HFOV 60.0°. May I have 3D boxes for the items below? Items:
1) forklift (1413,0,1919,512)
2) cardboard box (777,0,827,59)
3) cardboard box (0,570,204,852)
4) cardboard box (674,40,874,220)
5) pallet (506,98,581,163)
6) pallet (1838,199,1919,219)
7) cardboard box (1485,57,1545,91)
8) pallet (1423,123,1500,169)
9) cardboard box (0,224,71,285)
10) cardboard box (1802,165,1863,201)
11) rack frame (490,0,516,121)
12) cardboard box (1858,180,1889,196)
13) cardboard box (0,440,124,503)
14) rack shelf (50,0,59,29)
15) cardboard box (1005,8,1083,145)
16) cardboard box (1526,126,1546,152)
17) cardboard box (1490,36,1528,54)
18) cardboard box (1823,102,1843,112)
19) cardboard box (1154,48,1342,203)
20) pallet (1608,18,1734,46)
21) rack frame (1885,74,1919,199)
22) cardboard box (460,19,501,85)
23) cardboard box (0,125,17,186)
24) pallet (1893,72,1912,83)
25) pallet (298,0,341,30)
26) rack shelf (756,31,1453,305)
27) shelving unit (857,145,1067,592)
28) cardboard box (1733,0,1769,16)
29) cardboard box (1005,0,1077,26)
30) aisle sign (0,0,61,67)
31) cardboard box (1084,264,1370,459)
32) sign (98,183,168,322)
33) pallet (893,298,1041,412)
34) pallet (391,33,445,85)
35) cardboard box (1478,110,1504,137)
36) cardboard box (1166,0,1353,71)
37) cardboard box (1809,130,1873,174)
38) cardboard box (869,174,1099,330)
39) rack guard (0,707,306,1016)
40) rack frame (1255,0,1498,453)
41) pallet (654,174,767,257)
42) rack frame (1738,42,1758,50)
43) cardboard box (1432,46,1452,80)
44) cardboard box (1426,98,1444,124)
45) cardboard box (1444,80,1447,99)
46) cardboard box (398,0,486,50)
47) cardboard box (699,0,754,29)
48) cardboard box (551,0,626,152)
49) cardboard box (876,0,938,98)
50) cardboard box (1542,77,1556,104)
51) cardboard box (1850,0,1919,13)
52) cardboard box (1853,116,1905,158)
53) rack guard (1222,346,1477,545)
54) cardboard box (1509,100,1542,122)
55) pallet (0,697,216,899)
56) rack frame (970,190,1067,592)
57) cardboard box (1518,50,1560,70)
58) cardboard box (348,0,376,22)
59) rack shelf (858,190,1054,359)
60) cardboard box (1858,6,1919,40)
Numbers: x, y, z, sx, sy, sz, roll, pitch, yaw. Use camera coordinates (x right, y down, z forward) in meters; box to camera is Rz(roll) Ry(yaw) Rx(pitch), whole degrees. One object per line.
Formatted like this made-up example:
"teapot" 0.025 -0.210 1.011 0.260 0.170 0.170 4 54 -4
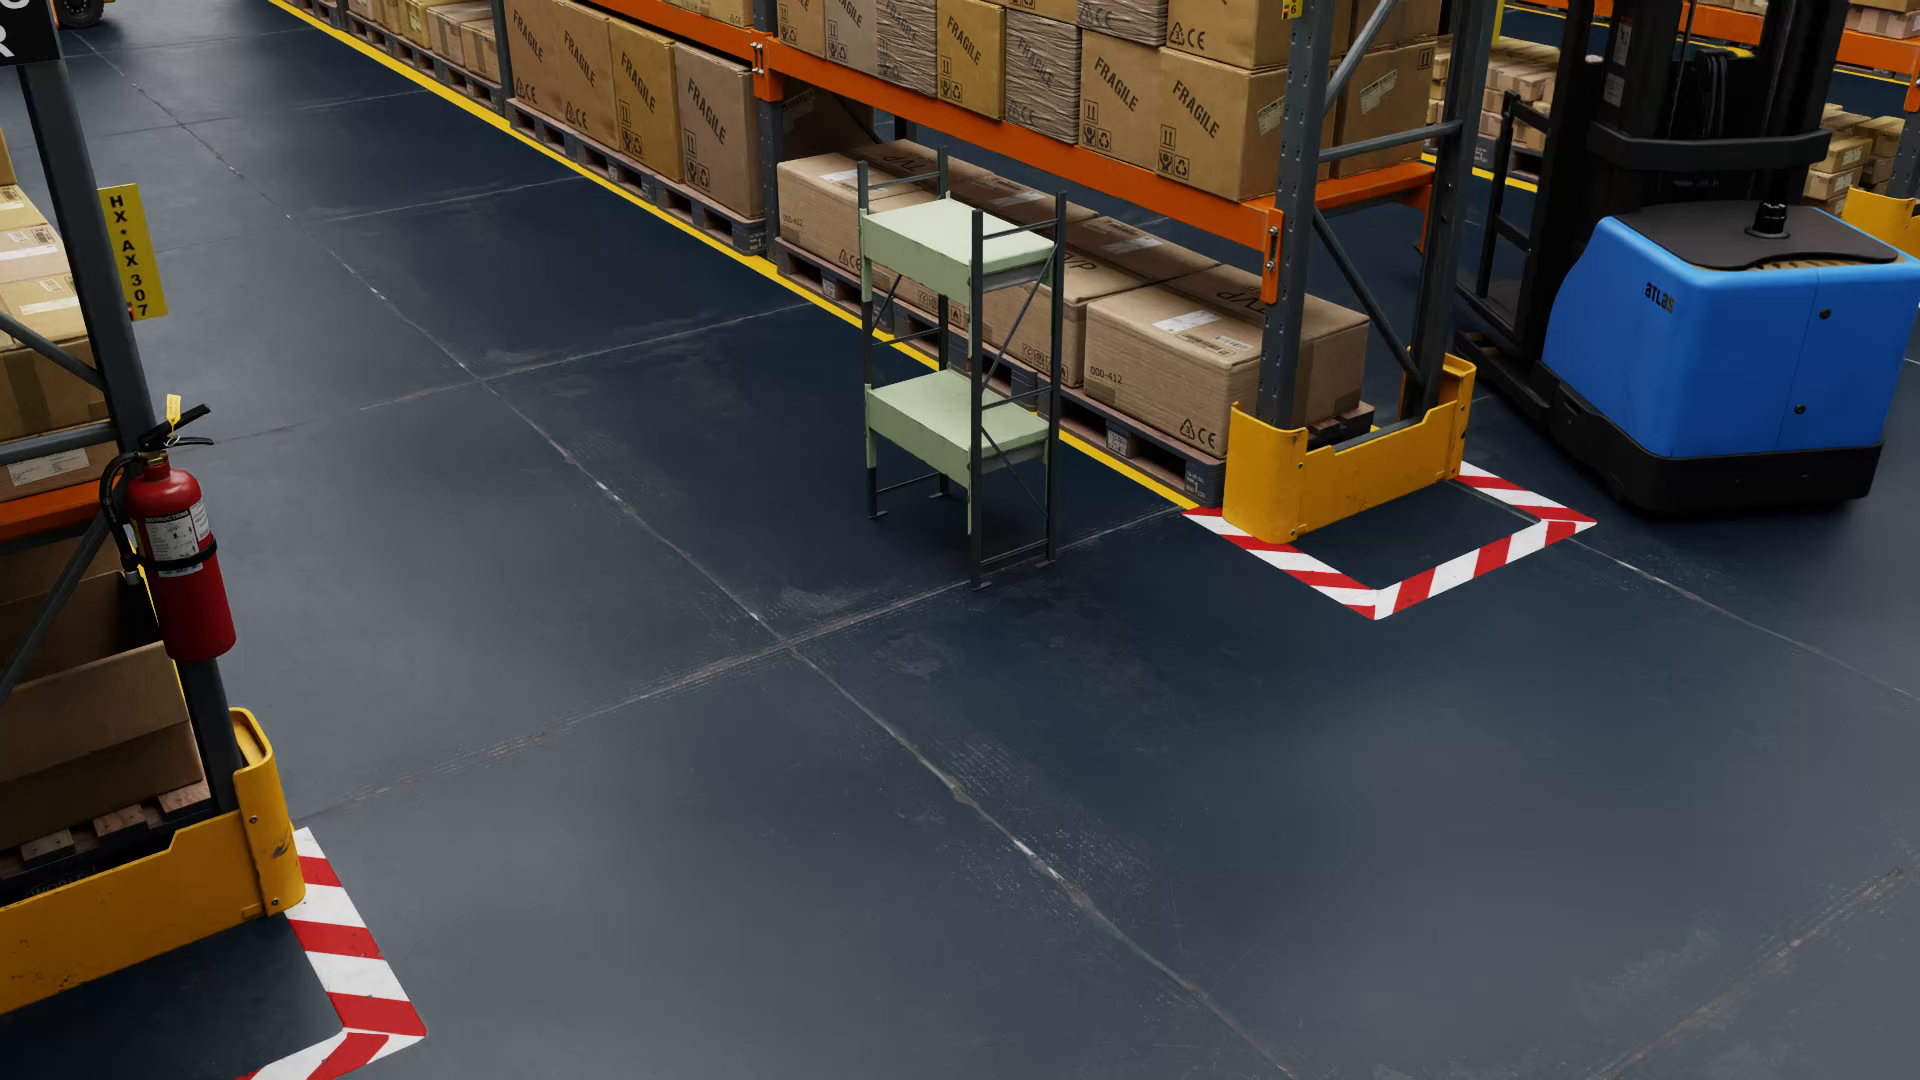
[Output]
"forklift" 3.100 -2.083 7.514 1.130 2.935 3.031 -4 29 -7
"cardboard box" -0.633 -2.868 8.784 0.500 0.500 0.500 -18 33 -29
"cardboard box" -2.691 0.500 4.863 0.797 0.503 0.637 -20 34 -33
"cardboard box" -1.117 -2.549 10.087 0.875 0.875 0.875 -18 33 -29
"pallet" -2.617 -3.082 12.203 1.003 0.211 1.213 -19 34 -31
"pallet" 5.115 -2.064 10.329 1.003 0.211 1.213 -19 34 -31
"cardboard box" 3.781 -3.188 11.400 0.380 0.149 0.250 -20 34 -32
"pallet" 3.700 -3.012 12.076 1.003 0.211 1.213 -19 34 -31
"cardboard box" -2.750 -0.661 4.669 0.500 0.250 0.500 -18 33 -30
"cardboard box" 5.063 -2.123 9.751 0.380 0.149 0.250 -20 34 -32
"rack frame" -3.012 -4.634 12.141 1.000 3.000 0.127 -19 34 -31
"cardboard box" 5.558 -2.158 10.128 0.380 0.149 0.250 -18 33 -30
"cardboard box" -2.380 -0.242 4.316 0.380 0.149 0.250 -19 34 -31
"rack shelf" -3.573 -1.928 4.769 1.077 0.370 4.000 -19 34 -31
"cardboard box" 0.547 -2.079 7.331 0.500 0.500 0.500 -18 33 -29
"cardboard box" 4.017 -2.697 11.120 0.380 0.149 0.250 -20 34 -32
"cardboard box" 3.880 -3.528 12.026 0.380 0.149 0.250 -18 33 -30
"cardboard box" 5.275 -2.632 10.378 0.380 0.149 0.250 -19 34 -31
"cardboard box" 1.133 -1.683 6.600 0.500 0.500 0.500 -19 34 -30
"pallet" 6.871 -4.877 15.508 1.003 0.211 1.213 -19 34 -31
"rack frame" 5.602 -2.934 9.009 1.000 3.000 0.127 -19 34 -31
"cardboard box" -3.332 -3.887 13.077 0.950 0.372 0.625 -21 35 -34
"cardboard box" -3.327 -1.377 5.203 0.500 0.500 0.500 -18 33 -29
"pallet" 8.469 -3.805 13.536 1.003 0.211 1.213 -19 34 -31
"pallet" -5.751 -5.215 16.132 1.003 0.211 1.213 -19 34 -31
"rack shelf" 0.468 -1.986 8.017 1.077 0.370 4.000 -19 34 -31
"shelving unit" -0.004 -0.662 6.397 0.431 1.500 0.755 -19 34 -31
"cardboard box" 4.744 -3.165 9.698 0.380 0.149 0.250 -18 33 -29
"cardboard box" 0.543 -2.517 7.090 0.500 0.500 0.500 -19 34 -31
"aisle sign" -2.134 -1.346 3.362 0.394 0.787 0.004 -19 34 -31
"cardboard box" 1.164 -0.812 7.347 0.875 0.438 0.875 -20 34 -32
"sign" -1.971 -0.680 3.951 0.100 0.325 0.005 -19 34 -31
"pallet" 0.397 -1.062 8.484 1.003 0.211 1.213 -19 34 -31
"pallet" -4.168 -4.187 14.239 1.003 0.211 1.213 -19 34 -31
"cardboard box" 3.760 -2.920 11.530 0.380 0.149 0.250 -20 34 -32
"cardboard box" 1.154 -2.129 6.375 0.500 0.500 0.500 -18 33 -29
"cardboard box" 5.088 -2.263 9.697 0.380 0.149 0.250 -18 33 -30
"cardboard box" 0.104 -1.516 8.644 0.875 0.438 0.875 -20 34 -32
"rack guard" -2.457 0.920 4.532 1.175 0.500 0.348 -19 34 -31
"rack frame" 1.628 -1.524 6.414 1.000 3.000 0.127 -19 34 -31
"pallet" -1.201 -2.133 10.457 1.003 0.211 1.213 -19 34 -31
"rack frame" 7.380 -5.823 14.329 1.000 3.000 0.127 -19 34 -31
"cardboard box" 3.424 -3.367 11.731 0.380 0.149 0.250 -17 33 -28
"cardboard box" 3.385 -3.087 11.838 0.380 0.149 0.250 -18 33 -29
"cardboard box" 3.621 -3.164 11.668 0.380 0.149 0.250 -19 34 -31
"cardboard box" -4.202 -4.468 14.147 0.950 0.372 0.625 -18 33 -29
"cardboard box" -1.158 -3.118 9.506 0.500 0.250 0.500 -20 34 -32
"cardboard box" -2.166 -3.246 11.370 0.875 0.875 0.875 -18 33 -30
"cardboard box" -0.062 -2.477 8.062 0.500 0.500 0.500 -19 34 -30
"cardboard box" 4.087 -2.983 11.024 0.380 0.149 0.250 -20 35 -33
"cardboard box" 5.131 -3.212 9.105 0.500 0.500 0.500 -18 33 -30
"cardboard box" 5.574 -2.425 9.996 0.380 0.149 0.250 -21 35 -33
"rack guard" 1.642 -0.417 6.993 1.175 0.500 0.348 -19 34 -31
"cardboard box" 3.916 -2.945 11.264 0.380 0.149 0.250 -17 33 -28
"pallet" -2.920 0.737 5.171 1.003 0.211 1.213 -19 34 -31
"rack frame" 0.208 -0.519 6.135 0.400 1.500 0.023 -19 34 -31
"cardboard box" 4.117 -3.310 11.626 0.380 0.149 0.250 -18 33 -29
"cardboard box" -5.026 -5.016 15.157 0.950 0.372 0.625 -18 33 -30
"rack shelf" -0.004 -1.005 6.211 0.431 0.370 0.720 -19 34 -31
"cardboard box" 5.182 -2.872 9.159 0.380 0.149 0.250 -19 34 -31
